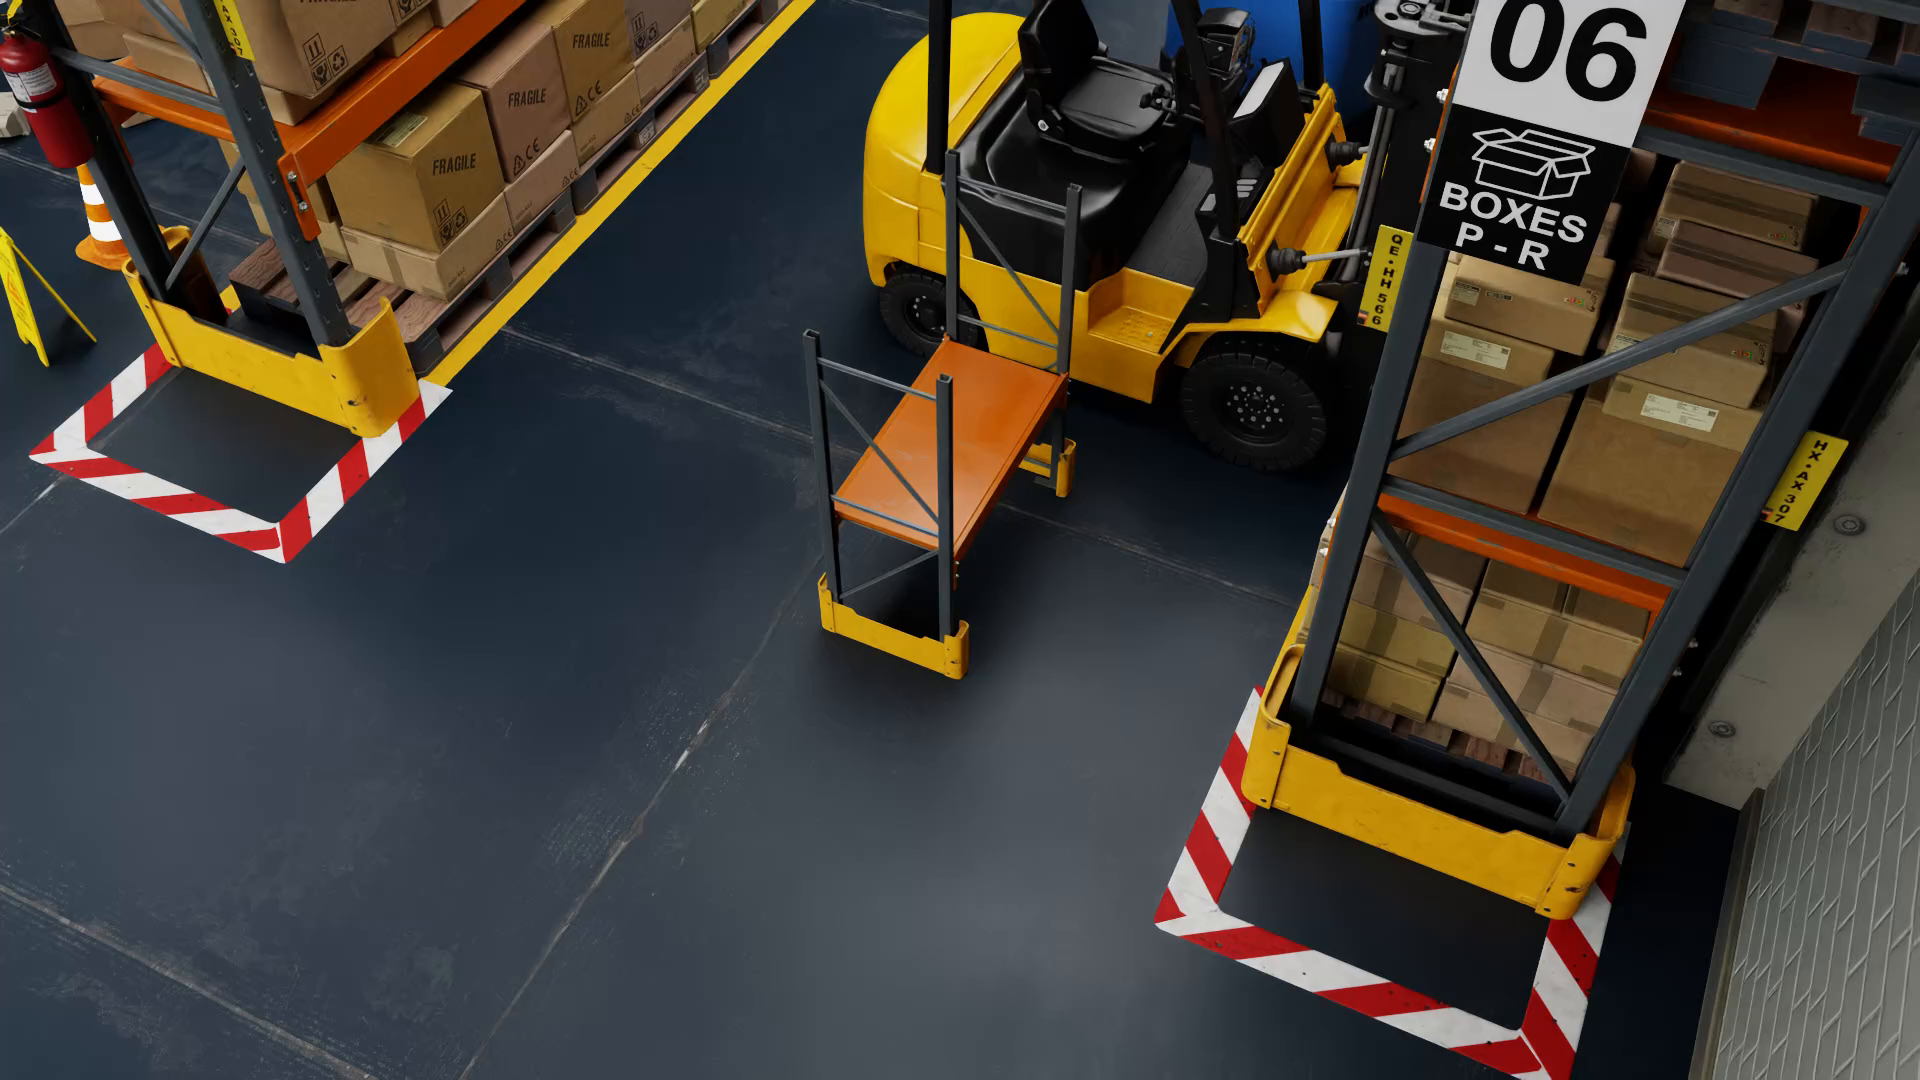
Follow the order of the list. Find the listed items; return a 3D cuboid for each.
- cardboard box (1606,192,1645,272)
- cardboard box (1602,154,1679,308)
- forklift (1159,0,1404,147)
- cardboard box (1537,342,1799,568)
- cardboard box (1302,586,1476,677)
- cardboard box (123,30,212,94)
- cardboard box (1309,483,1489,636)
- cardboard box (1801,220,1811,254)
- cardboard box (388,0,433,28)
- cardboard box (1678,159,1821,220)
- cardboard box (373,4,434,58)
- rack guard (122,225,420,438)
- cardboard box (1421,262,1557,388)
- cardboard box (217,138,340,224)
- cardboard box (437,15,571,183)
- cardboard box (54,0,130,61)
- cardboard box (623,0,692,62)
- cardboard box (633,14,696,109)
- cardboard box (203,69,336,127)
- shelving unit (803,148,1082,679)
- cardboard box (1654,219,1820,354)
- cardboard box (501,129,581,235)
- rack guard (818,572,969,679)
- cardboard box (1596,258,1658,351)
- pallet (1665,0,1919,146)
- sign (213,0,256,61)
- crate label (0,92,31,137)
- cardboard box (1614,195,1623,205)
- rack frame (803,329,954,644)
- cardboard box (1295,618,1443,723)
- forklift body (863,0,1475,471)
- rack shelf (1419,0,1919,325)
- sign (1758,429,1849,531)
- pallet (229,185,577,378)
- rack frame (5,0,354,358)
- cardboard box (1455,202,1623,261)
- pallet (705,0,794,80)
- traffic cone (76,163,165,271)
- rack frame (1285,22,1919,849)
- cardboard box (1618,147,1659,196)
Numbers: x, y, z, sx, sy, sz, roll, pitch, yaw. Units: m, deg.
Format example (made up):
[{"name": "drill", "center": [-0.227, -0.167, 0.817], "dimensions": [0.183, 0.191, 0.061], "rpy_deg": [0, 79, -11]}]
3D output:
[{"name": "cardboard box", "center": [1.777, -0.835, 5.240], "dimensions": [0.500, 0.500, 0.500], "rpy_deg": [21, 53, 17]}, {"name": "cardboard box", "center": [2.450, -1.021, 5.398], "dimensions": [0.500, 0.500, 0.500], "rpy_deg": [19, 52, 16]}, {"name": "forklift", "center": [2.408, -3.684, 7.775], "dimensions": [3.031, 2.935, 1.130], "rpy_deg": [-36, 58, -27]}, {"name": "cardboard box", "center": [2.037, -0.307, 4.791], "dimensions": [0.500, 0.500, 0.500], "rpy_deg": [21, 53, 17]}, {"name": "cardboard box", "center": [1.500, 0.132, 5.684], "dimensions": [0.500, 0.250, 0.500], "rpy_deg": [19, 52, 16]}, {"name": "cardboard box", "center": [-2.949, -1.882, 6.362], "dimensions": [0.380, 0.149, 0.250], "rpy_deg": [21, 53, 17]}, {"name": "cardboard box", "center": [1.489, -0.011, 5.478], "dimensions": [0.500, 0.250, 0.500], "rpy_deg": [21, 53, 17]}, {"name": "cardboard box", "center": [2.285, -0.943, 4.907], "dimensions": [0.380, 0.149, 0.250], "rpy_deg": [18, 52, 15]}, {"name": "cardboard box", "center": [-2.244, -2.359, 6.341], "dimensions": [0.500, 0.500, 0.500], "rpy_deg": [21, 53, 17]}, {"name": "cardboard box", "center": [2.272, -1.046, 4.798], "dimensions": [0.380, 0.149, 0.250], "rpy_deg": [20, 53, 16]}, {"name": "cardboard box", "center": [-2.301, -2.056, 6.510], "dimensions": [0.380, 0.149, 0.250], "rpy_deg": [18, 52, 15]}, {"name": "rack guard", "center": [-2.883, -0.878, 6.984], "dimensions": [1.175, 0.500, 0.348], "rpy_deg": [20, 52, 16]}, {"name": "cardboard box", "center": [1.469, -0.596, 4.611], "dimensions": [0.380, 0.149, 0.250], "rpy_deg": [21, 53, 17]}, {"name": "cardboard box", "center": [-2.809, -1.761, 7.131], "dimensions": [0.500, 0.500, 0.500], "rpy_deg": [20, 53, 16]}, {"name": "cardboard box", "center": [-2.092, -1.968, 7.307], "dimensions": [0.500, 0.500, 0.500], "rpy_deg": [18, 52, 15]}, {"name": "cardboard box", "center": [-4.454, -2.860, 8.669], "dimensions": [0.797, 0.503, 0.637], "rpy_deg": [-11, 51, -9]}, {"name": "cardboard box", "center": [-1.649, -2.681, 7.914], "dimensions": [0.500, 0.500, 0.500], "rpy_deg": [22, 53, 18]}, {"name": "cardboard box", "center": [-1.656, -2.422, 8.186], "dimensions": [0.500, 0.250, 0.500], "rpy_deg": [21, 53, 17]}, {"name": "cardboard box", "center": [-2.583, -1.721, 6.225], "dimensions": [0.380, 0.149, 0.250], "rpy_deg": [20, 52, 16]}, {"name": "shelving unit", "center": [-0.033, -0.434, 5.949], "dimensions": [0.587, 1.500, 1.083], "rpy_deg": [20, 52, 16]}, {"name": "cardboard box", "center": [2.081, -0.687, 4.493], "dimensions": [0.380, 0.149, 0.250], "rpy_deg": [21, 53, 17]}, {"name": "cardboard box", "center": [-2.096, -1.696, 7.568], "dimensions": [0.500, 0.250, 0.500], "rpy_deg": [22, 53, 17]}, {"name": "rack guard", "center": [-0.245, 0.314, 6.133], "dimensions": [0.587, 0.250, 0.087], "rpy_deg": [20, 52, 16]}, {"name": "cardboard box", "center": [2.002, -0.606, 4.620], "dimensions": [0.380, 0.149, 0.250], "rpy_deg": [20, 52, 16]}, {"name": "pallet", "center": [1.900, -1.445, 3.914], "dimensions": [1.003, 0.211, 1.213], "rpy_deg": [20, 52, 16]}, {"name": "sign", "center": [-2.425, -1.740, 5.508], "dimensions": [0.100, 0.325, 0.005], "rpy_deg": [20, 52, 16]}, {"name": "crate label", "center": [-4.767, -2.113, 8.273], "dimensions": [0.250, 0.136, 0.298], "rpy_deg": [-4, 50, -3]}, {"name": "cardboard box", "center": [1.718, -0.941, 4.904], "dimensions": [0.380, 0.149, 0.250], "rpy_deg": [21, 53, 17]}, {"name": "rack frame", "center": [-0.254, -0.077, 5.646], "dimensions": [0.500, 1.500, 0.032], "rpy_deg": [20, 52, 16]}, {"name": "cardboard box", "center": [1.489, 0.305, 5.866], "dimensions": [0.500, 0.250, 0.500], "rpy_deg": [20, 53, 16]}, {"name": "forklift body", "center": [0.735, -1.648, 6.555], "dimensions": [2.313, 2.155, 1.214], "rpy_deg": [20, 52, 16]}, {"name": "rack shelf", "center": [2.429, -2.140, 4.919], "dimensions": [1.077, 0.370, 4.000], "rpy_deg": [20, 52, 16]}, {"name": "sign", "center": [2.073, -0.145, 4.099], "dimensions": [0.100, 0.325, 0.005], "rpy_deg": [20, 52, 16]}, {"name": "pallet", "center": [-2.504, -1.333, 7.560], "dimensions": [1.003, 0.211, 1.213], "rpy_deg": [20, 52, 16]}, {"name": "rack frame", "center": [-2.915, -1.636, 5.988], "dimensions": [1.000, 3.000, 0.127], "rpy_deg": [20, 52, 16]}, {"name": "cardboard box", "center": [1.614, -0.858, 4.639], "dimensions": [0.380, 0.149, 0.250], "rpy_deg": [20, 52, 16]}, {"name": "pallet", "center": [-1.461, -3.013, 8.990], "dimensions": [1.003, 0.211, 1.213], "rpy_deg": [20, 52, 16]}, {"name": "traffic cone", "center": [-3.898, -1.530, 7.563], "dimensions": [0.336, 0.463, 0.334], "rpy_deg": [20, 52, 16]}, {"name": "rack frame", "center": [1.574, -0.024, 4.616], "dimensions": [1.000, 3.000, 0.127], "rpy_deg": [20, 52, 16]}, {"name": "cardboard box", "center": [1.875, -1.194, 4.925], "dimensions": [0.380, 0.149, 0.250], "rpy_deg": [20, 53, 16]}]
